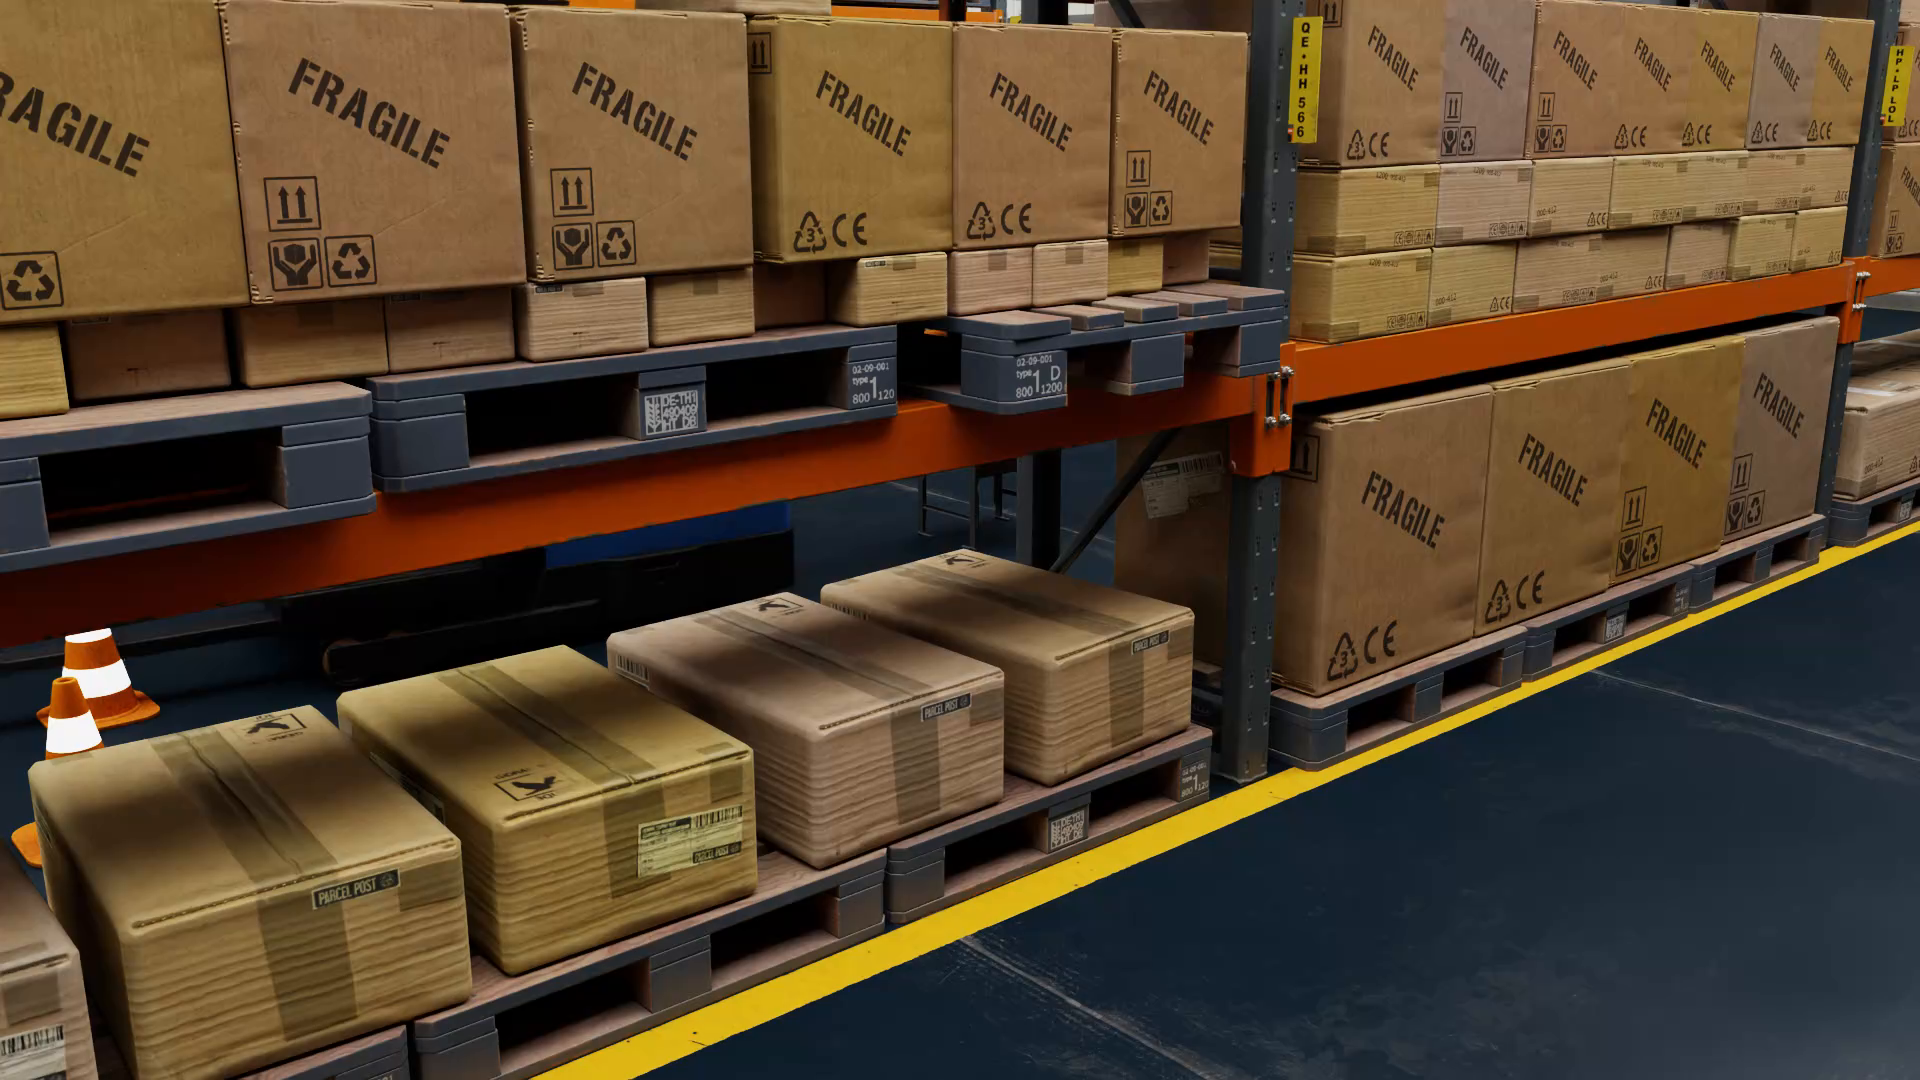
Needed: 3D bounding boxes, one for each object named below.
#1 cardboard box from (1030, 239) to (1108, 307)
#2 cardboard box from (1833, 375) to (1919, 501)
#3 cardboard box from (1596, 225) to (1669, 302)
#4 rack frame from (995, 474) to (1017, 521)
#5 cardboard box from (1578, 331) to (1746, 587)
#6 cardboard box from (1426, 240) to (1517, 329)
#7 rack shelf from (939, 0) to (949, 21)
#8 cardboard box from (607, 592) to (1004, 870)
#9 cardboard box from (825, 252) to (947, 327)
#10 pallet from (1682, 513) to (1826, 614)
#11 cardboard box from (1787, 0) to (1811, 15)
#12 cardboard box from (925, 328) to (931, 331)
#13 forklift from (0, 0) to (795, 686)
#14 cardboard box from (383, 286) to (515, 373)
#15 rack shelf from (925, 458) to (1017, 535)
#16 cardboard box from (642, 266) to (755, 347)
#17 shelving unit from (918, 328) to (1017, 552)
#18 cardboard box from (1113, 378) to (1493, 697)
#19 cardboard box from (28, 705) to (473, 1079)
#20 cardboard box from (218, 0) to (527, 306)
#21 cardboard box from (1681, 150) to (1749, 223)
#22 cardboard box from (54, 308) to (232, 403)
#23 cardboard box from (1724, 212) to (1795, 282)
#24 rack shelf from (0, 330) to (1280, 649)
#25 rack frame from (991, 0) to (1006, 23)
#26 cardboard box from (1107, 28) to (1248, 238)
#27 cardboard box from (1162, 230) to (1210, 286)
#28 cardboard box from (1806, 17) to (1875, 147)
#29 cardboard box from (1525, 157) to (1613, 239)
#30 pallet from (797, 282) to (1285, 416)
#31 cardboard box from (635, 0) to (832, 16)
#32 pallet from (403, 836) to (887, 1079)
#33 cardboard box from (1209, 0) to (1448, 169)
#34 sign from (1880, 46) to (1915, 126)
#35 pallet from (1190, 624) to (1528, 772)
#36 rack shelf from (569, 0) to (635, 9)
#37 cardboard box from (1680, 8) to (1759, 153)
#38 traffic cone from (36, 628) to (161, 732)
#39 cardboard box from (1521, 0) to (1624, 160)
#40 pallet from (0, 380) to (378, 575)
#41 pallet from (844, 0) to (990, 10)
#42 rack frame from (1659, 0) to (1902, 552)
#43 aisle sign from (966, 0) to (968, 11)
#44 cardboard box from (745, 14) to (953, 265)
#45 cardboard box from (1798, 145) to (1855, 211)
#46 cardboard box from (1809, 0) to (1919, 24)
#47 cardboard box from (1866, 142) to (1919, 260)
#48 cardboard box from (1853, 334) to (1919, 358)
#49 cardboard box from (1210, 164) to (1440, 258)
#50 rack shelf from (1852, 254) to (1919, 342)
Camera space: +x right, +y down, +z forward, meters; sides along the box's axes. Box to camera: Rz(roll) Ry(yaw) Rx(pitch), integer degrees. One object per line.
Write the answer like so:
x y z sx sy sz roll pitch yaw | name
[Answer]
0.151 -0.685 4.175 0.250 0.149 0.380 -13 20 -40 | cardboard box
4.121 -0.544 8.124 0.875 0.438 0.875 -13 20 -40 | cardboard box
2.239 -1.040 6.120 0.500 0.250 0.500 -13 19 -39 | cardboard box
0.309 -1.084 7.739 0.015 2.100 0.400 -13 19 -39 | rack frame
2.485 -0.394 6.718 0.875 0.875 0.875 -12 19 -38 | cardboard box
1.469 -0.868 5.476 0.500 0.250 0.500 -13 20 -41 | cardboard box
-1.258 -3.203 9.509 4.000 0.370 1.077 -13 19 -39 | rack shelf
-0.425 0.471 4.451 0.625 0.372 0.950 -13 20 -40 | cardboard box
-0.243 -0.594 3.836 0.250 0.149 0.380 -12 19 -38 | cardboard box
3.044 -0.001 7.343 1.213 0.211 1.003 -13 19 -39 | pallet
3.870 -2.476 7.818 0.250 0.149 0.380 -12 19 -38 | cardboard box
-0.529 -1.174 10.362 0.500 0.500 0.500 -13 20 -41 | cardboard box
-2.188 -1.058 6.030 3.031 2.935 1.130 -10 18 -32 | forklift
-1.067 -0.432 3.228 0.250 0.149 0.380 -12 19 -39 | cardboard box
0.125 -0.353 7.768 0.480 0.518 0.431 -13 19 -39 | rack shelf
-0.650 -0.518 3.549 0.250 0.149 0.380 -13 20 -41 | cardboard box
0.125 -1.042 7.584 0.503 2.100 0.431 -13 19 -39 | shelving unit
1.135 -0.093 5.589 0.875 0.875 0.875 -13 20 -40 | cardboard box
-1.524 0.717 3.532 0.625 0.372 0.950 -11 19 -36 | cardboard box
-1.157 -0.723 3.059 0.500 0.500 0.500 -13 20 -40 | cardboard box
2.645 -1.365 6.371 0.500 0.250 0.500 -12 19 -38 | cardboard box
-1.476 -0.355 2.940 0.250 0.149 0.380 -11 19 -36 | cardboard box
3.019 -1.210 6.757 0.500 0.250 0.500 -13 20 -40 | cardboard box
-0.950 -0.129 3.815 4.000 0.370 1.077 -13 19 -39 | rack shelf
0.089 -4.100 17.287 0.127 3.000 1.000 -13 19 -39 | rack frame
0.399 -1.079 4.395 0.500 0.500 0.500 -13 20 -41 | cardboard box
0.466 -0.796 4.590 0.250 0.149 0.380 -12 19 -37 | cardboard box
3.405 -1.900 6.920 0.500 0.500 0.500 -12 19 -38 | cardboard box
1.878 -1.192 5.721 0.500 0.250 0.500 -13 20 -40 | cardboard box
0.092 -0.581 4.486 1.003 0.211 1.213 -13 19 -39 | pallet
-0.490 -1.192 3.559 0.250 0.149 0.380 -14 20 -42 | cardboard box
-0.951 0.869 4.087 1.213 0.211 1.003 -13 19 -39 | pallet
1.092 -1.383 4.984 0.500 0.500 0.500 -14 20 -41 | cardboard box
3.940 -1.910 6.999 0.005 0.325 0.100 -13 19 -39 | sign
1.203 0.413 5.796 1.213 0.211 1.003 -13 19 -39 | pallet
-4.437 -4.185 13.188 4.000 0.370 1.077 -13 19 -39 | rack shelf
2.624 -1.729 6.279 0.500 0.500 0.500 -12 19 -38 | cardboard box
-2.880 0.361 5.501 0.334 0.463 0.336 -13 19 -39 | traffic cone
1.860 -1.553 5.622 0.500 0.500 0.500 -12 19 -38 | cardboard box
-1.786 -0.146 2.858 1.213 0.211 1.003 -13 19 -39 | pallet
-0.464 -5.379 16.434 1.213 0.211 1.003 -13 19 -39 | pallet
3.577 -1.493 7.528 0.127 3.000 1.000 -13 19 -39 | rack frame
-0.054 -5.427 17.216 0.004 0.787 0.394 -13 19 -39 | aisle sign
-0.364 -0.904 3.738 0.500 0.500 0.500 -14 21 -43 | cardboard box
3.404 -1.540 7.026 0.500 0.250 0.500 -13 20 -39 | cardboard box
3.985 -2.341 7.313 0.250 0.149 0.380 -13 20 -40 | cardboard box
4.103 -1.570 7.622 0.500 0.500 0.500 -12 19 -38 | cardboard box
5.477 -0.848 9.263 0.875 0.438 0.875 -12 19 -38 | cardboard box
1.104 -1.022 5.087 0.500 0.250 0.500 -13 20 -40 | cardboard box
5.086 -1.484 8.889 4.000 0.370 1.077 -13 19 -39 | rack shelf
